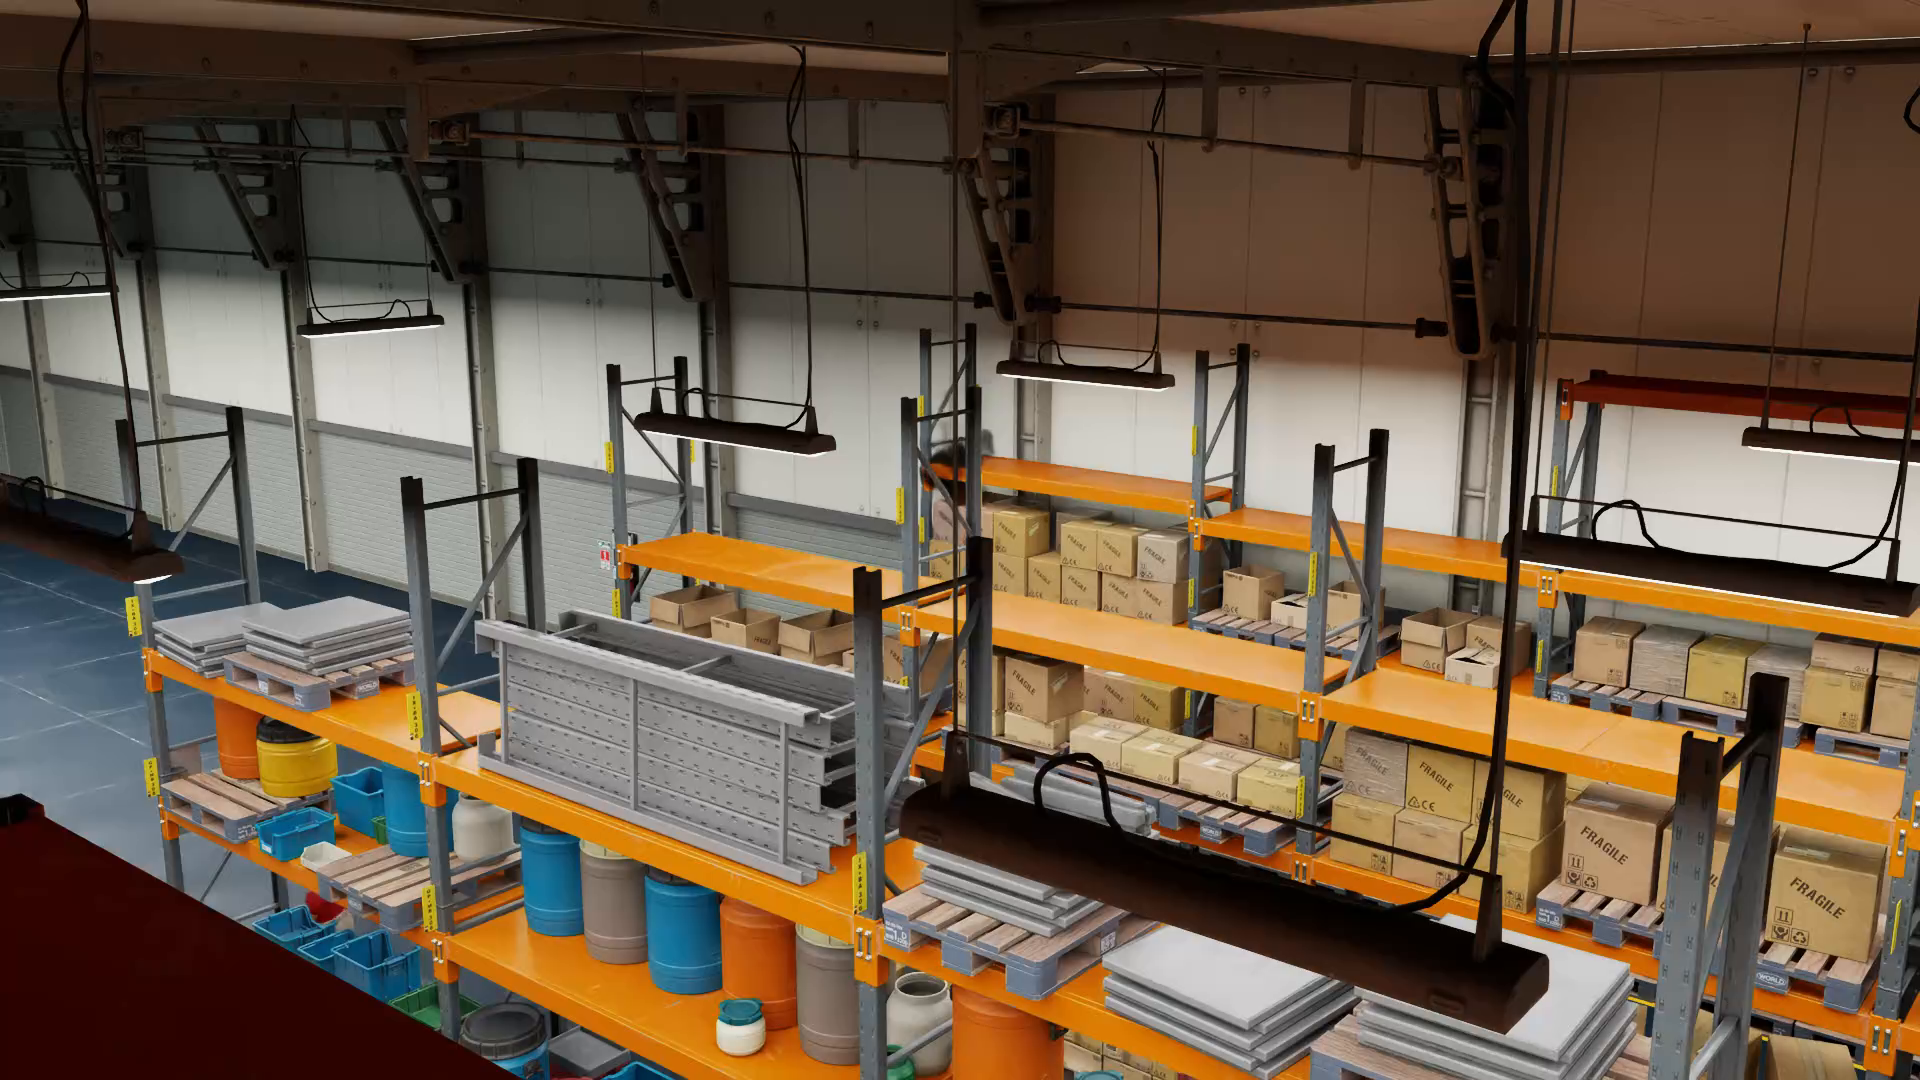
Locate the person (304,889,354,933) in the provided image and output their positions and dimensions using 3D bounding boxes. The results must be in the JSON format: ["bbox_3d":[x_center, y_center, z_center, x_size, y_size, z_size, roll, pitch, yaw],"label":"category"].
[{"bbox_3d":[-5.992,3.746,15.898,0.724,1.704,0.703,3,13,14],"label":"person"}]
